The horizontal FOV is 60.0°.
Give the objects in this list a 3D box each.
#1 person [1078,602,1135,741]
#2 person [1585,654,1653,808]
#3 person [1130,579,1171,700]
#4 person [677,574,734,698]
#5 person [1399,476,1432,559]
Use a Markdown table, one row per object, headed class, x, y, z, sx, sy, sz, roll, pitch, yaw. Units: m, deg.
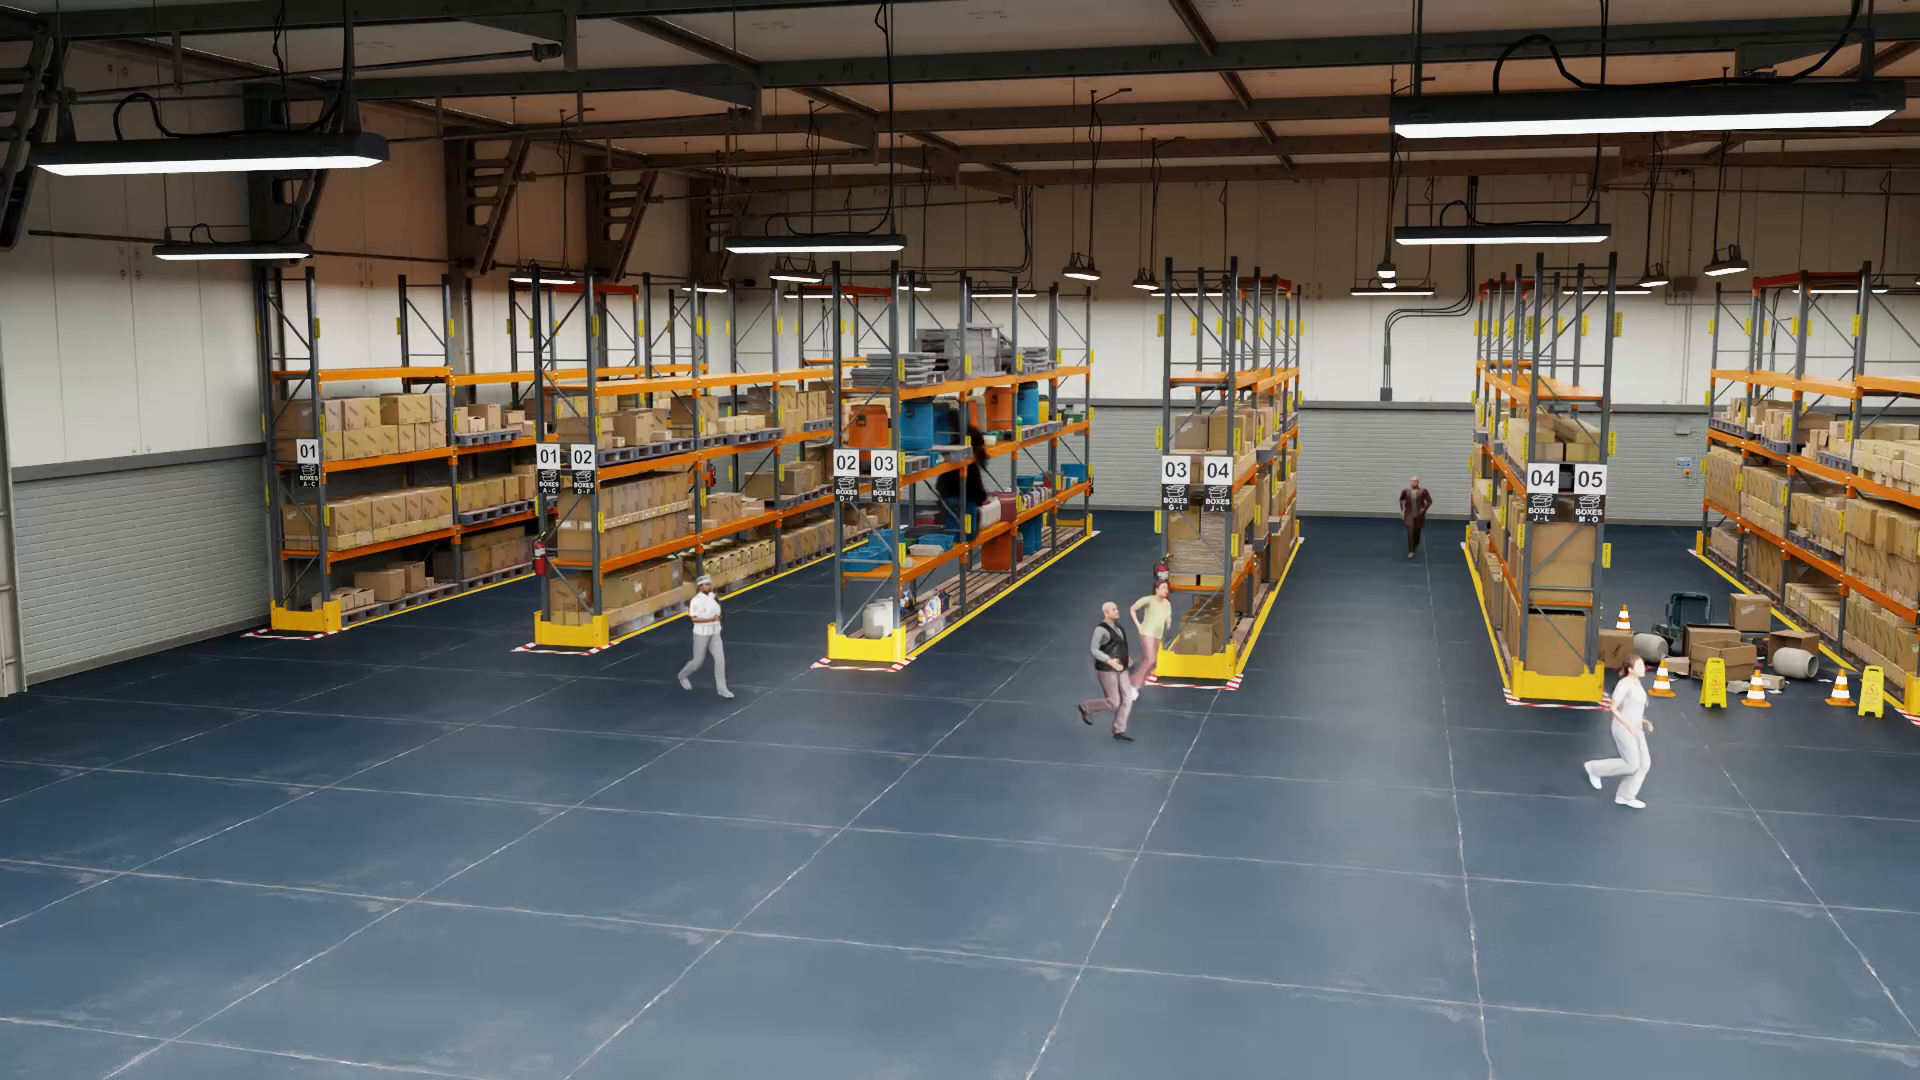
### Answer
| class | x | y | z | sx | sy | sz | roll | pitch | yaw |
| --- | --- | --- | --- | --- | --- | --- | --- | --- | --- |
| person | 1.833 | 1.596 | 20.356 | 0.765 | 1.690 | 0.659 | 6 | 9 | 39 |
| person | 6.968 | 1.989 | 17.558 | 0.550 | 1.621 | 0.622 | -7 | 10 | -44 |
| person | 2.595 | 1.343 | 22.705 | 0.692 | 1.635 | 0.608 | -5 | 9 | -35 |
| person | -3.457 | 1.283 | 22.649 | 0.931 | 1.677 | 0.580 | 6 | 9 | 37 |
| person | 9.985 | -0.513 | 36.489 | 0.708 | 1.778 | 0.918 | 3 | 8 | 20 |
